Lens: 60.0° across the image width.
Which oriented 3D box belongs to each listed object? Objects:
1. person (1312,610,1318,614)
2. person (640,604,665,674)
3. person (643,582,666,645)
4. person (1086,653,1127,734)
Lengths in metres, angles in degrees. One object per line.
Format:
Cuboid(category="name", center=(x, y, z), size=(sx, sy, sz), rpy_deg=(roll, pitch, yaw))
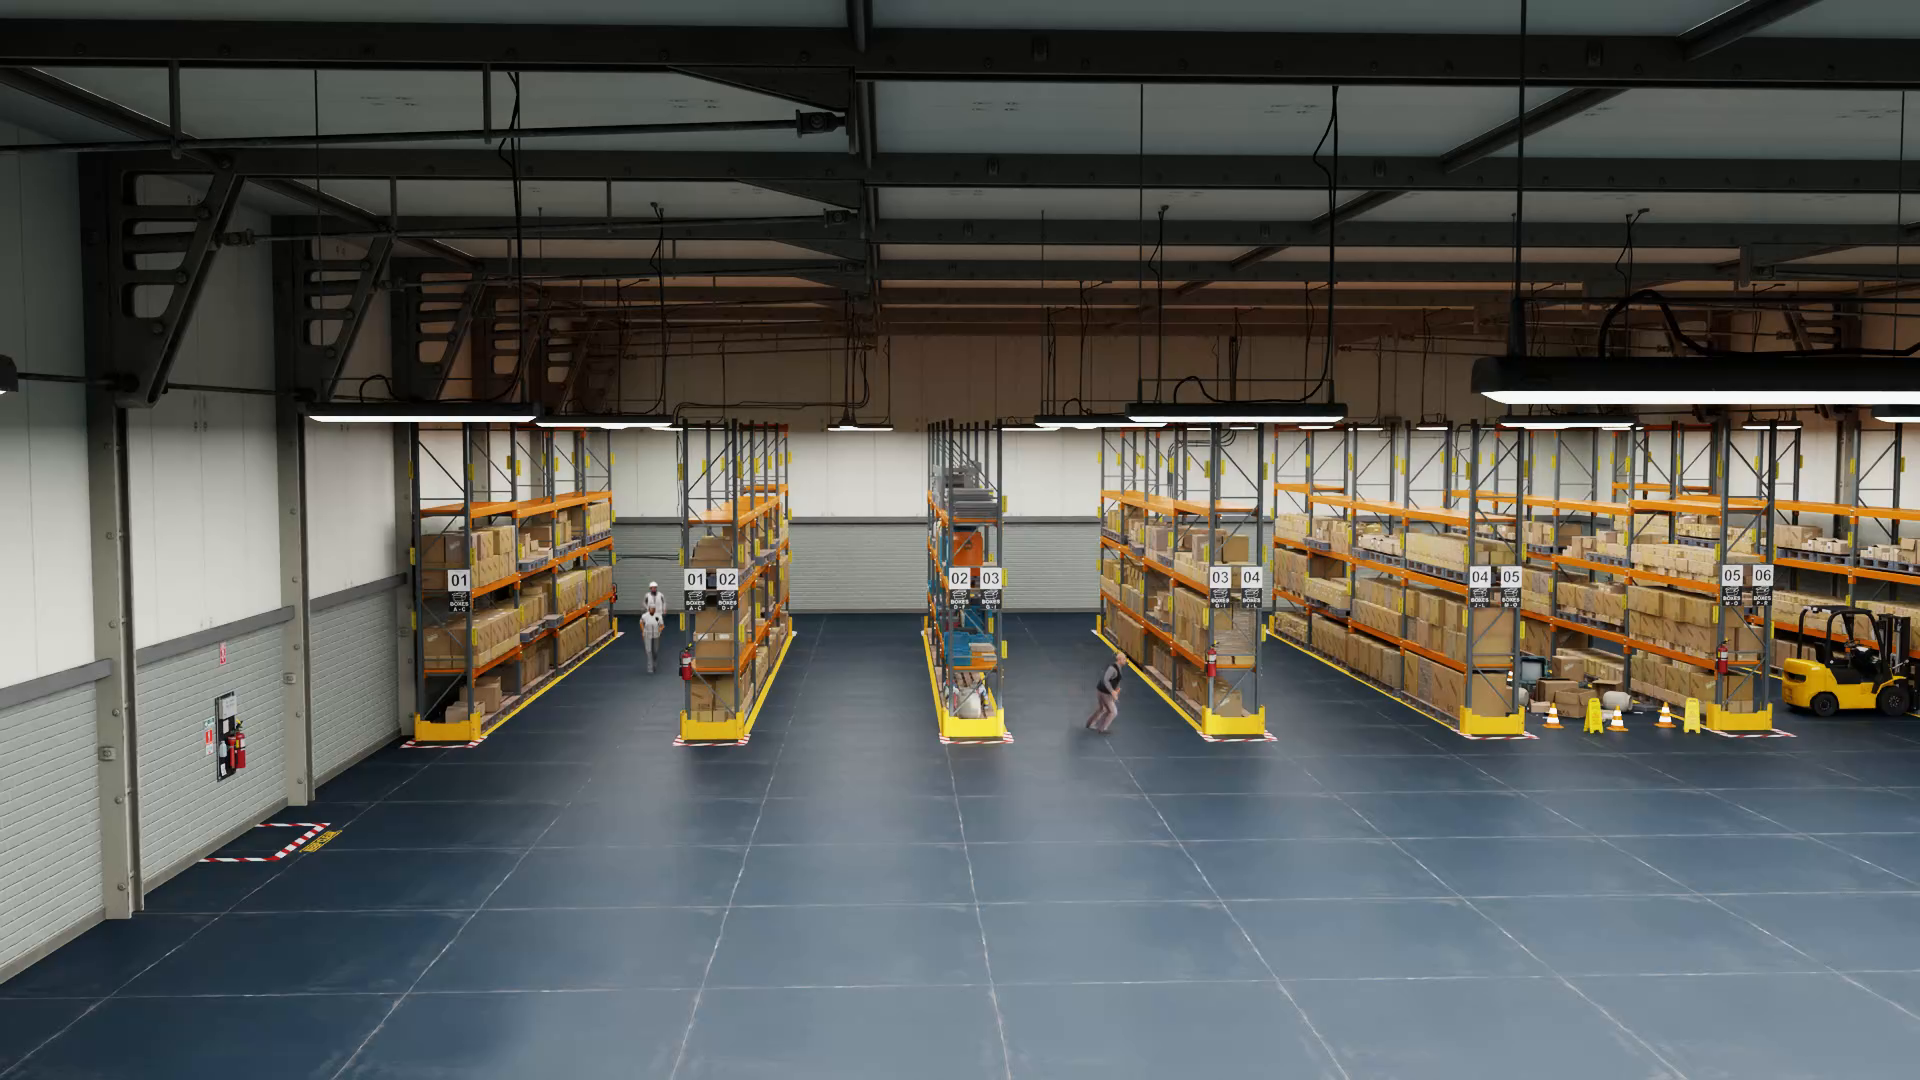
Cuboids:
Cuboid(category="person", center=(10.759, 1.667, 49.308), size=(0.804, 1.847, 0.653), rpy_deg=(-1, 4, -14))
Cuboid(category="person", center=(-7.389, 2.340, 39.934), size=(0.576, 1.662, 0.909), rpy_deg=(-1, 4, -15))
Cuboid(category="person", center=(-8.242, 1.991, 44.878), size=(0.639, 1.720, 0.617), rpy_deg=(-1, 4, -11))
Cuboid(category="person", center=(2.781, 2.912, 31.698), size=(0.829, 1.576, 0.694), rpy_deg=(1, 4, 13))
